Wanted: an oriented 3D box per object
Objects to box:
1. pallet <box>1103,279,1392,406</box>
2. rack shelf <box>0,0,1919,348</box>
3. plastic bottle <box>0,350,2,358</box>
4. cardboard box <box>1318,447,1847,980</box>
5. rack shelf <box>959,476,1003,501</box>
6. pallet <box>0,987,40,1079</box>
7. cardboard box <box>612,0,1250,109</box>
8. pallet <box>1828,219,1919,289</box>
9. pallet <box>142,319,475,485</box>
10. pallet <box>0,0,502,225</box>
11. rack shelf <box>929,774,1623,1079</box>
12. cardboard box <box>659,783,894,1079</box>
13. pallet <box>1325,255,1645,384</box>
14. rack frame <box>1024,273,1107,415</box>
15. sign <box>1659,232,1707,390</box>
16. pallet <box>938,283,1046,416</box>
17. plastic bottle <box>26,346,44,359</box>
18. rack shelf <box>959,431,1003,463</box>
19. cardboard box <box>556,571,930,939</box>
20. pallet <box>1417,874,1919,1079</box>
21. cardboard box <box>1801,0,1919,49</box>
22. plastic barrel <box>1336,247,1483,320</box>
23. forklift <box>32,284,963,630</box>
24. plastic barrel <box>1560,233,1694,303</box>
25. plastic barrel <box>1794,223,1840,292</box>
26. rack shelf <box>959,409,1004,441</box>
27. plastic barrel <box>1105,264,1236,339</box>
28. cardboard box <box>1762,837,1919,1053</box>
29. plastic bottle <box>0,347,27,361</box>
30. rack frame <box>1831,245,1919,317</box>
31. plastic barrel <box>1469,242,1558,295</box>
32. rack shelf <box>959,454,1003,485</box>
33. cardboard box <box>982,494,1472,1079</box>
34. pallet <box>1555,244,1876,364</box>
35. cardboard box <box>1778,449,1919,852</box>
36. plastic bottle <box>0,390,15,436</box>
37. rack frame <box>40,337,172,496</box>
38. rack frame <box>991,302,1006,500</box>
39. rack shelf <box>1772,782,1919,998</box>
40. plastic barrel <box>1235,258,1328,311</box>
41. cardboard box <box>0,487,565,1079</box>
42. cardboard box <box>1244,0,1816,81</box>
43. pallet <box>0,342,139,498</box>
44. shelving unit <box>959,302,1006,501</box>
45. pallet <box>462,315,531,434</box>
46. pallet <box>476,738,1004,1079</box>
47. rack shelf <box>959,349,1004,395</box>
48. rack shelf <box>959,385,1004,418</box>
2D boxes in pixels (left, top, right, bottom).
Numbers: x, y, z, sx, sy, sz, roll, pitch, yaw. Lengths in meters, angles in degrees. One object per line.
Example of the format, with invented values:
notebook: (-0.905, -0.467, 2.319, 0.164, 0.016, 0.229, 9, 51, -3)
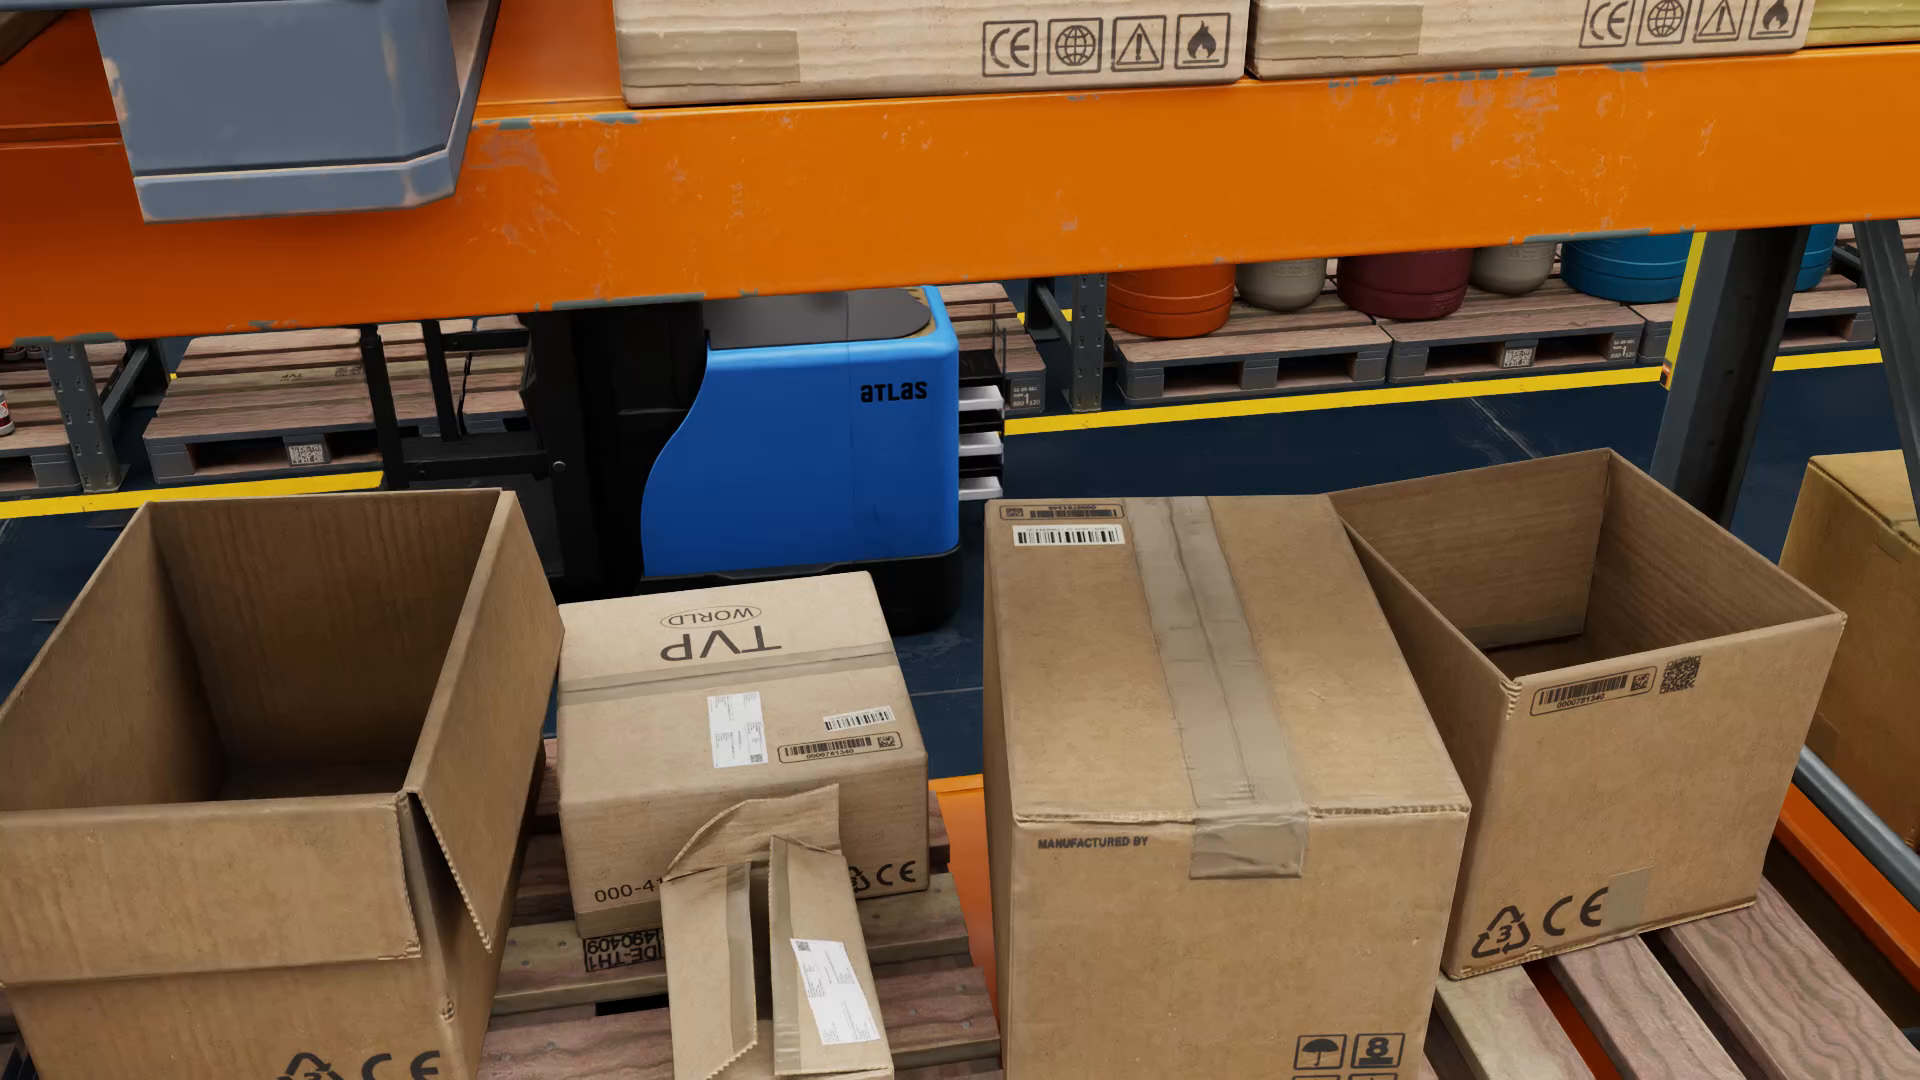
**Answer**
pallet: (1.227, -0.979, 7.706, 1.213, 0.211, 1.003, -5, 31, -9)
rack shelf: (-0.616, -0.419, 1.753, 4.000, 0.370, 1.077, -5, 31, -9)
plastic bottle: (-4.181, -0.885, 7.048, 0.135, 0.276, 0.152, -4, 31, -7)
cardboard box: (0.827, 0.227, 2.392, 0.500, 0.500, 0.500, -9, 32, -15)
rack shelf: (0.038, -0.207, 6.135, 0.200, 0.077, 0.258, -4, 31, -7)
pallet: (-1.805, 0.832, 2.065, 1.213, 0.211, 1.003, -5, 31, -9)
cardboard box: (-0.052, -0.585, 1.473, 0.500, 0.250, 0.500, -4, 31, -8)
pallet: (5.110, -1.337, 8.316, 1.213, 0.211, 1.003, -5, 31, -9)
pallet: (-2.710, -0.612, 7.082, 1.213, 0.211, 1.003, -5, 31, -9)
pallet: (-0.937, -0.565, 1.477, 1.003, 0.211, 1.213, -5, 31, -9)
rack shelf: (-0.616, 0.874, 2.514, 4.000, 0.370, 1.077, -5, 31, -9)
cardboard box: (-0.240, 0.545, 2.081, 0.258, 0.266, 0.396, -6, 31, -10)
pallet: (2.425, -1.088, 7.892, 1.213, 0.211, 1.003, -5, 31, -9)
rack frame: (0.459, -2.088, 6.841, 0.127, 3.000, 1.000, -5, 31, -9)
sign: (1.248, -0.394, 2.818, 0.005, 0.325, 0.100, -5, 31, -9)
pallet: (-0.310, -0.834, 7.461, 1.213, 0.211, 1.003, -5, 31, -9)
plastic bottle: (-3.968, -0.886, 7.125, 0.097, 0.201, 0.097, 0, 30, 0)
rack shelf: (0.038, -0.362, 6.044, 0.200, 0.077, 0.258, -4, 31, -7)
cardboard box: (-0.339, 0.304, 2.508, 0.500, 0.250, 0.500, -6, 31, -10)
pallet: (0.669, 0.582, 2.489, 1.003, 0.211, 1.213, -5, 31, -9)
cardboard box: (0.928, -0.681, 1.638, 0.500, 0.250, 0.500, -5, 31, -9)
plastic barrel: (2.048, -1.386, 7.612, 0.708, 0.588, 0.600, -5, 31, -9)
forklift: (-1.553, -1.095, 5.221, 3.031, 2.935, 1.130, -4, 31, -7)
plastic barrel: (3.159, -1.624, 7.708, 0.708, 0.901, 0.600, -5, 31, -9)
plastic barrel: (3.856, -1.688, 7.818, 0.708, 0.901, 0.600, -5, 31, -9)
rack shelf: (0.038, -0.440, 5.999, 0.200, 0.077, 0.258, -4, 31, -7)
plastic barrel: (0.937, -1.387, 7.375, 0.708, 0.830, 0.600, -5, 31, -9)
cardboard box: (2.034, 1.064, 3.163, 0.875, 0.875, 1.225, -7, 31, -11)
plastic bottle: (-4.068, -0.877, 7.109, 0.097, 0.201, 0.097, 0, 30, 0)
rack frame: (4.394, -2.453, 7.462, 0.127, 3.000, 1.000, -5, 31, -9)
plastic barrel: (2.587, -1.449, 7.795, 0.421, 0.512, 0.421, 0, 30, 0)
rack shelf: (0.038, -0.285, 6.090, 0.200, 0.077, 0.258, -4, 31, -7)
cardboard box: (0.296, 0.328, 2.221, 0.500, 0.500, 0.700, -1, 30, -2)
pallet: (3.627, -1.201, 8.085, 1.213, 0.211, 1.003, -5, 31, -9)
cardboard box: (1.792, 0.170, 2.903, 0.500, 0.500, 0.500, -4, 31, -7)
plastic bottle: (-3.776, -0.518, 6.498, 0.097, 0.201, 0.097, 0, 30, 0)
rack frame: (-3.475, -1.723, 6.220, 0.127, 3.000, 1.000, -5, 31, -9)
rack frame: (0.138, -0.399, 6.040, 0.006, 0.900, 0.240, -4, 31, -7)
rack shelf: (3.319, 0.509, 3.135, 4.000, 0.370, 1.077, -5, 31, -9)
plastic barrel: (1.477, -1.346, 7.619, 0.421, 0.512, 0.421, 0, 30, 0)
cardboard box: (-0.895, 0.317, 2.236, 0.637, 0.503, 0.797, -2, 31, -4)
cardboard box: (0.442, -0.629, 1.549, 0.500, 0.250, 0.500, -5, 31, -9)
pallet: (-4.144, -0.480, 6.858, 1.213, 0.211, 1.003, -5, 31, -9)
shelving unit: (0.038, -0.391, 6.027, 0.210, 0.900, 0.258, -4, 31, -7)
pallet: (-1.507, -0.725, 7.274, 1.213, 0.211, 1.003, -5, 31, -9)
pallet: (-0.589, 0.665, 2.348, 1.213, 0.211, 1.003, -5, 31, -9)
rack shelf: (0.038, -0.595, 5.907, 0.200, 0.077, 0.258, -4, 31, -7)
rack shelf: (0.038, -0.517, 5.953, 0.200, 0.077, 0.258, -4, 31, -7)
